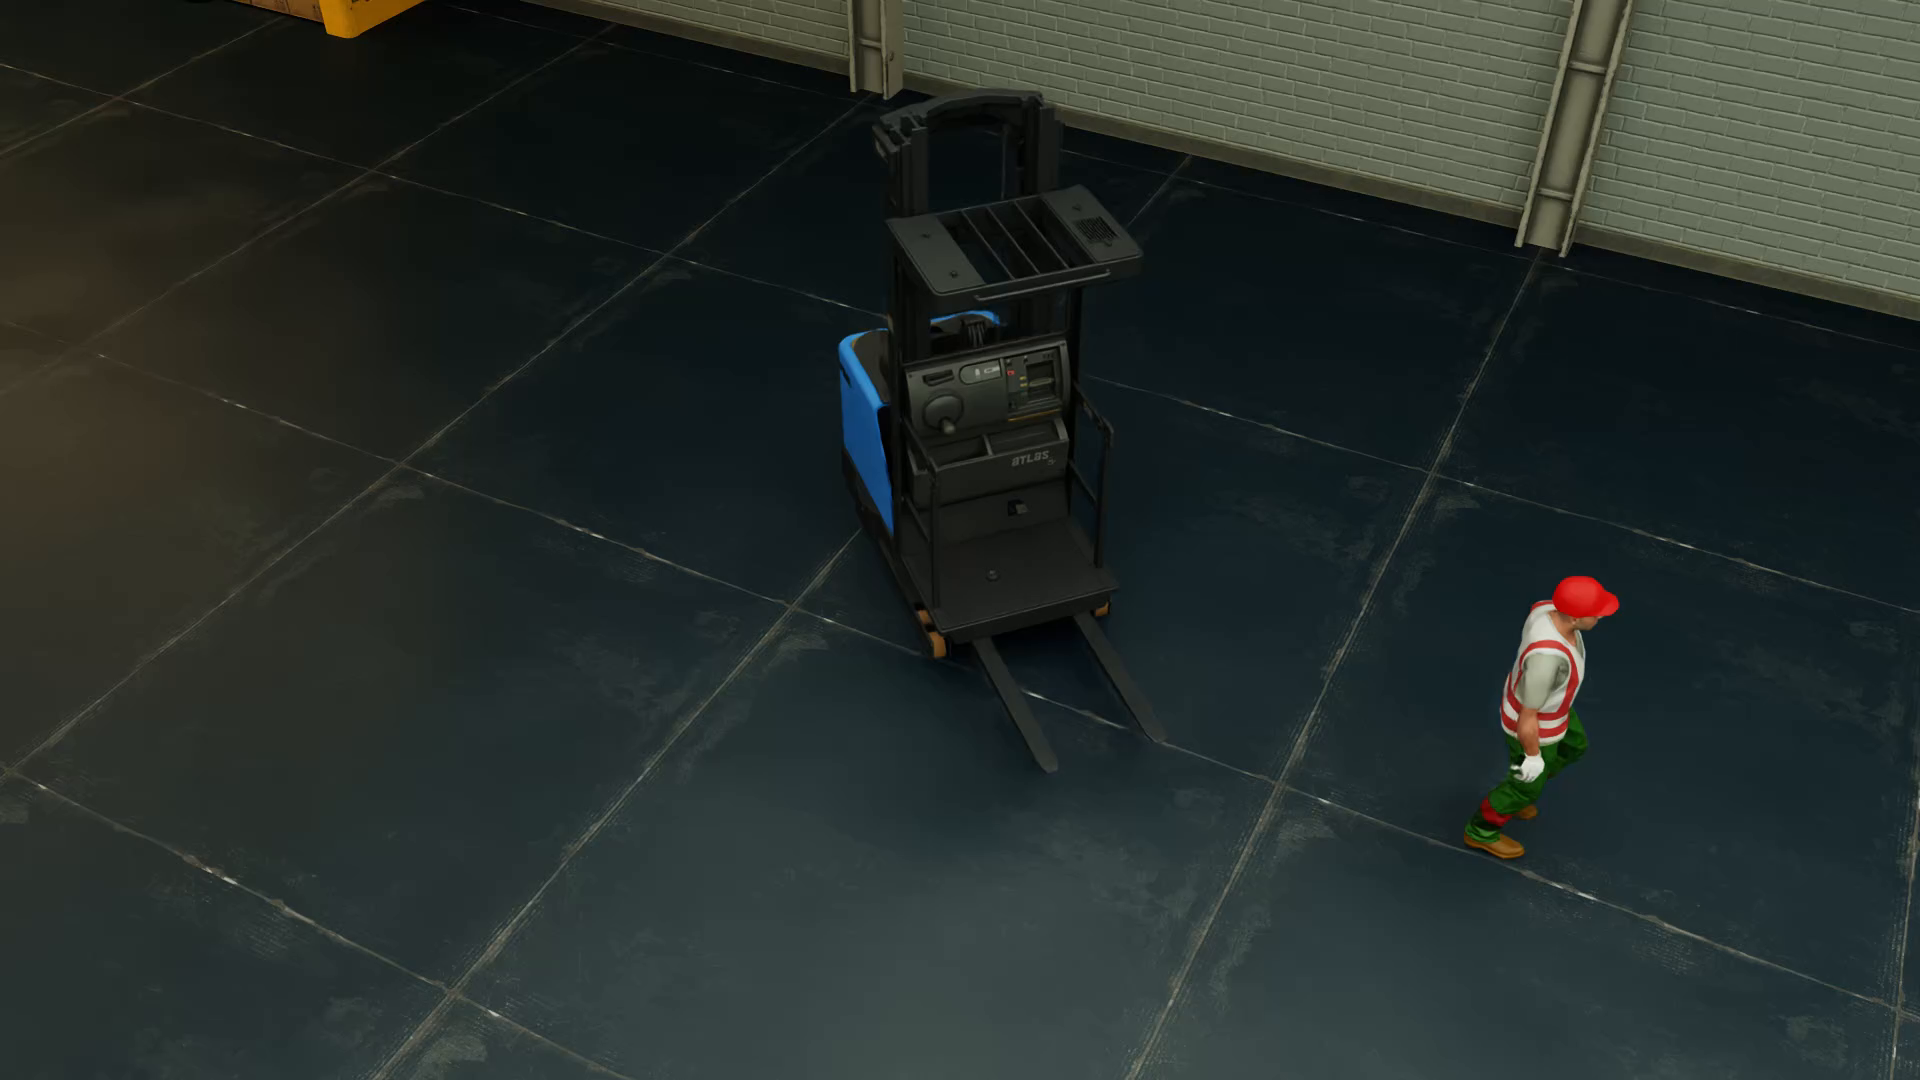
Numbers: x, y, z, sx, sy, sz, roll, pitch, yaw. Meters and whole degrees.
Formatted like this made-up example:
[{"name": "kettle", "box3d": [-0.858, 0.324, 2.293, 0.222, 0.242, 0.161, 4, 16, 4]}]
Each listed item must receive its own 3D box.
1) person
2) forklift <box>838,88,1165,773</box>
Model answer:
[{"name": "person", "box3d": [2.797, 0.855, 7.886, 0.475, 1.781, 0.673, 12, 42, 14]}, {"name": "forklift", "box3d": [0.235, -0.749, 8.875, 1.130, 2.935, 3.031, -13, 42, -15]}]
